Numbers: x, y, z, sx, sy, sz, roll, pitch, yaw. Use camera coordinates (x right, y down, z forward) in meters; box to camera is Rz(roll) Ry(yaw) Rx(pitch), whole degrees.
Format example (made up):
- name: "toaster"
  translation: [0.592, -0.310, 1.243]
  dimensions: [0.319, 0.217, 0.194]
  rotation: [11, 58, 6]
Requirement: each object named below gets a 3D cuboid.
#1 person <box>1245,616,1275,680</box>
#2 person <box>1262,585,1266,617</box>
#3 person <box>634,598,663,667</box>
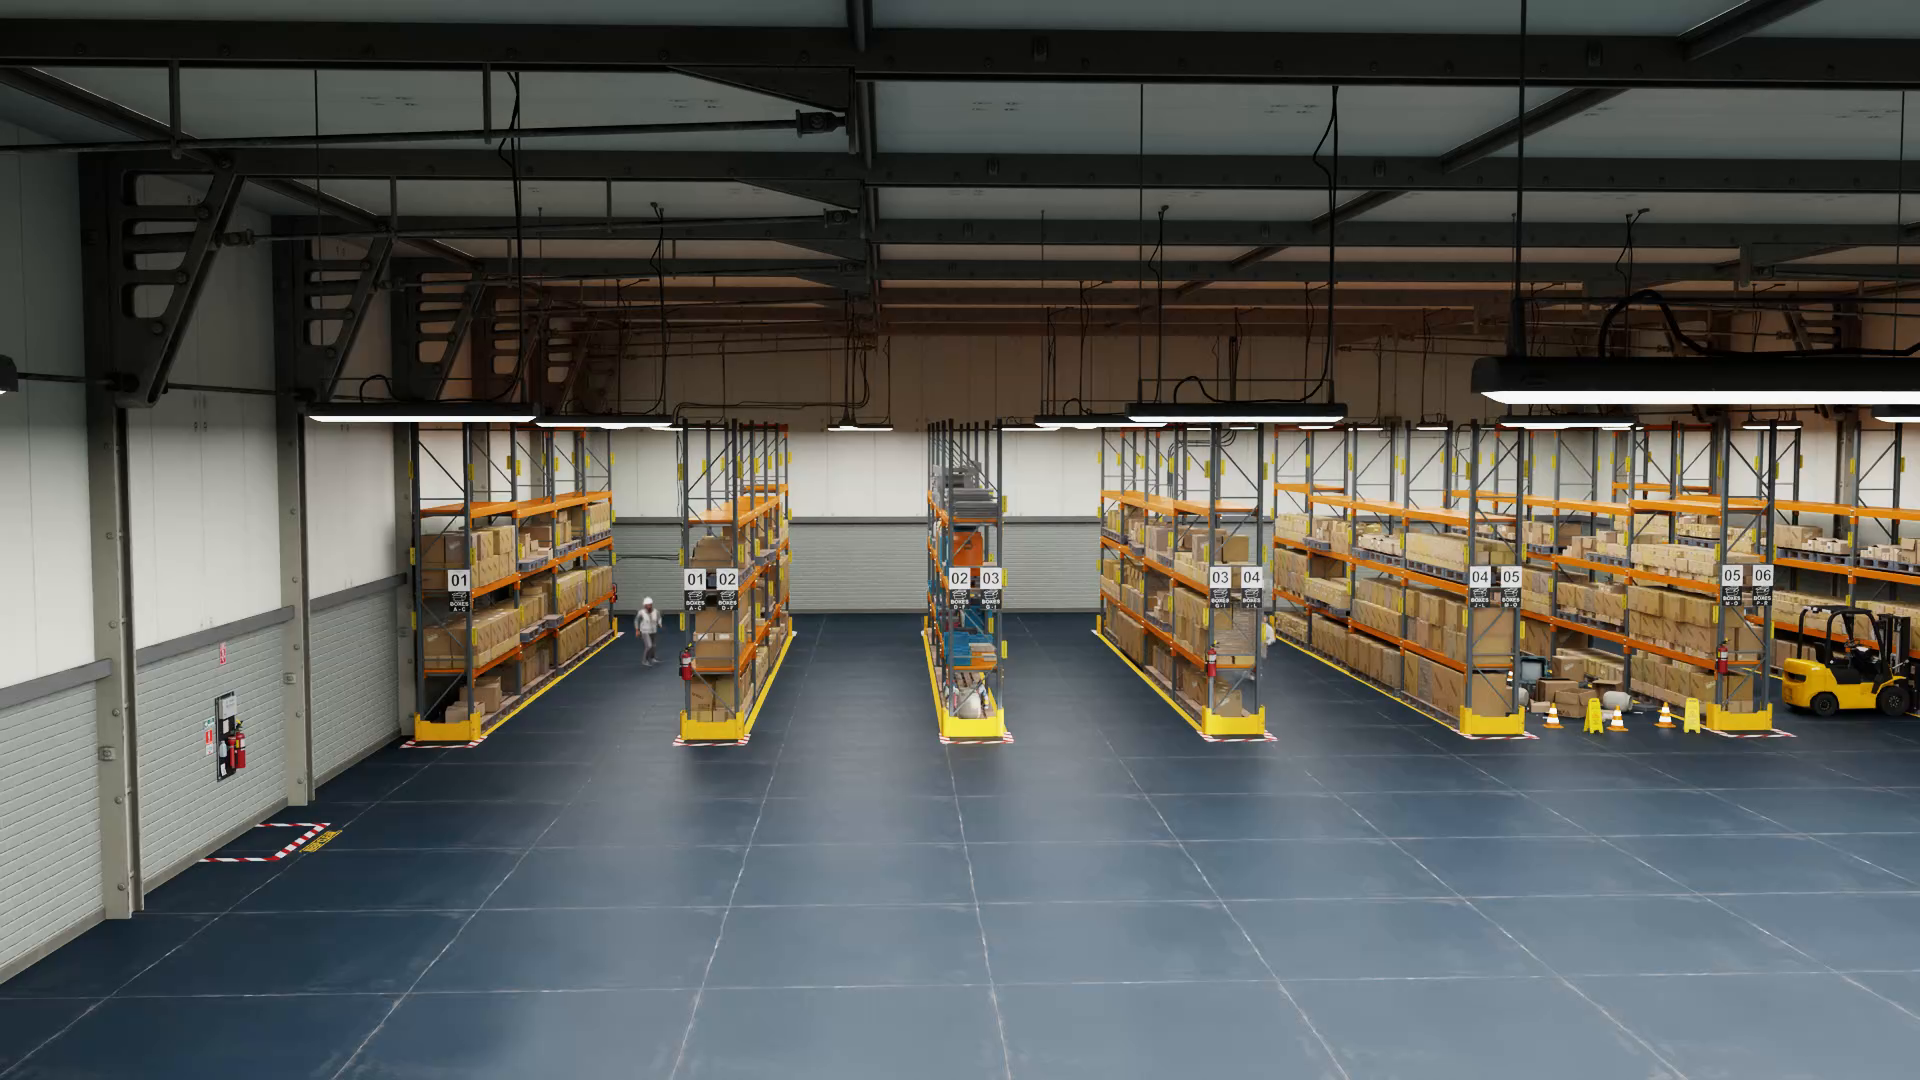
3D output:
- name: "person"
  translation: [6.854, 2.492, 38.199]
  dimensions: [0.709, 1.547, 1.079]
  rotation: [0, 4, 4]
- name: "person"
  translation: [8.767, 1.764, 49.025]
  dimensions: [0.657, 1.692, 0.577]
  rotation: [-3, 5, -41]
- name: "person"
  translation: [-7.625, 2.280, 41.003]
  dimensions: [0.654, 1.738, 0.827]
  rotation: [-4, 5, -44]
